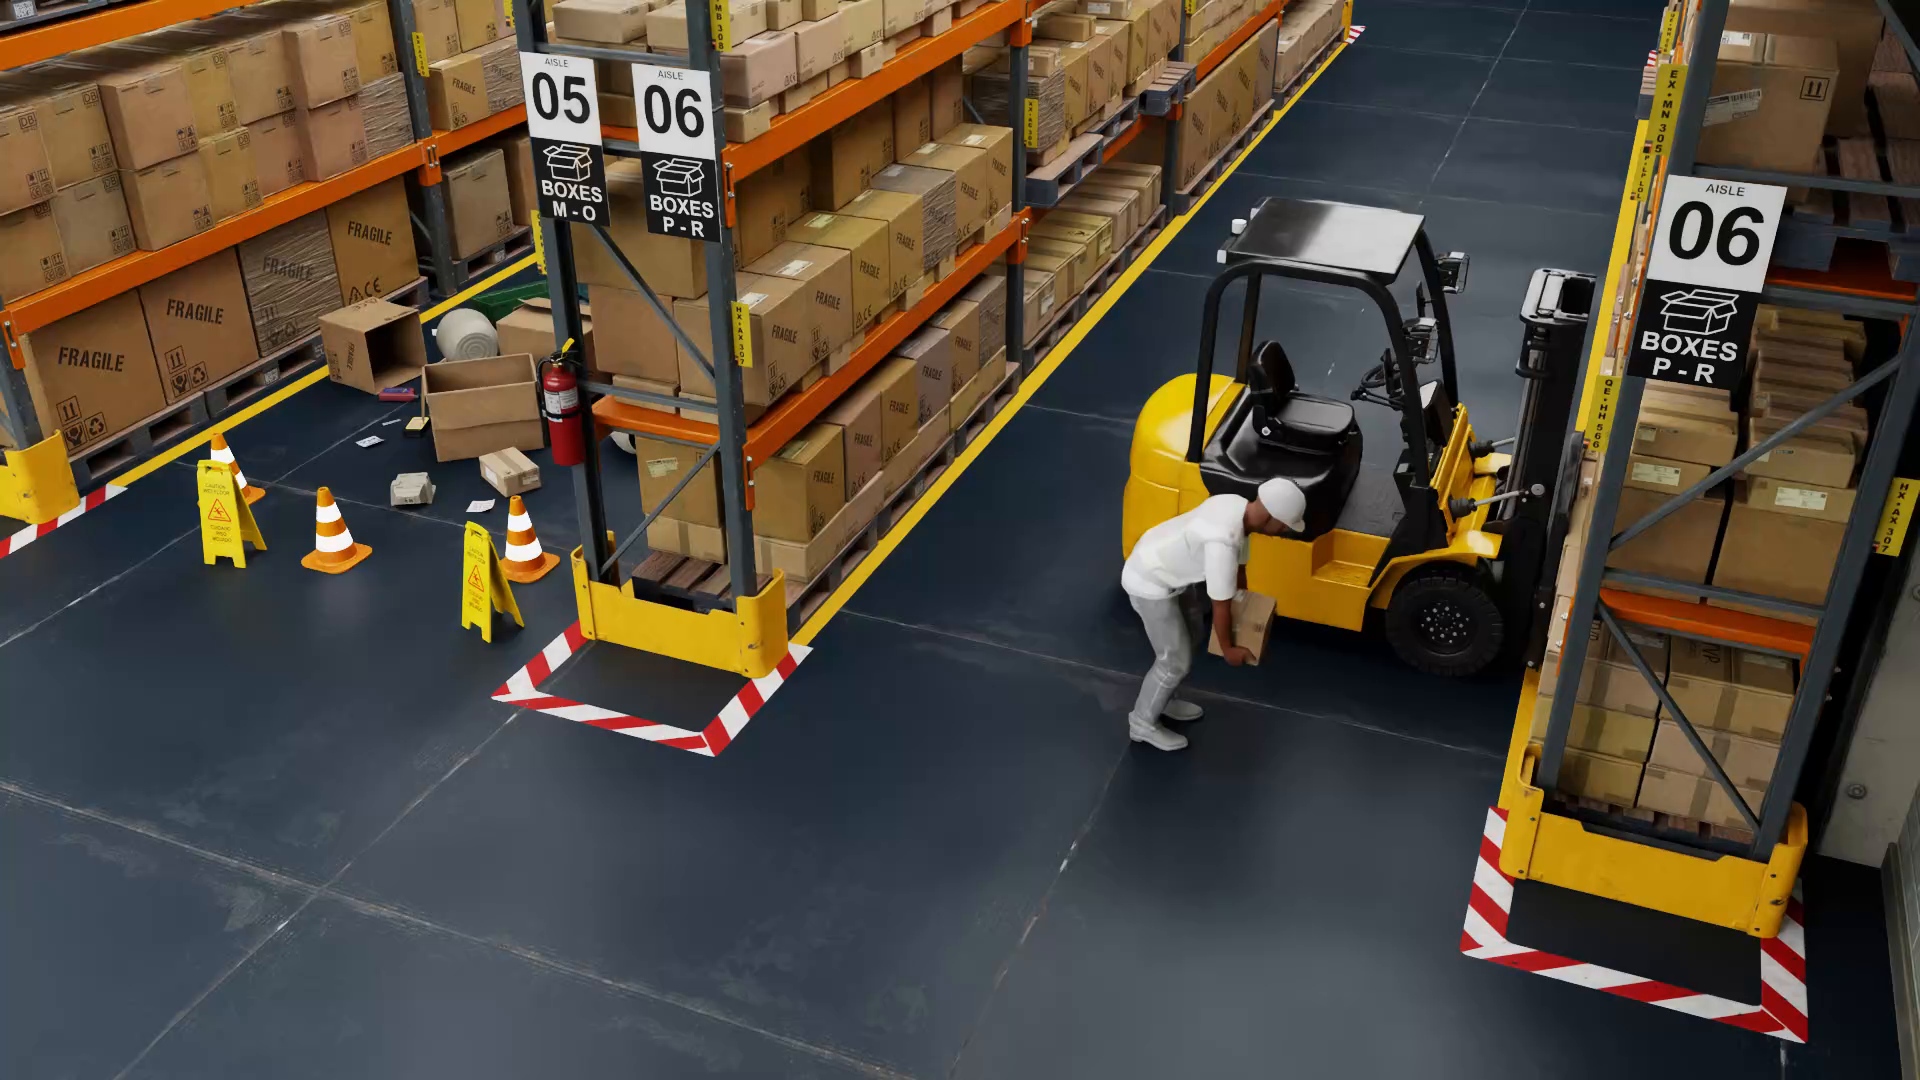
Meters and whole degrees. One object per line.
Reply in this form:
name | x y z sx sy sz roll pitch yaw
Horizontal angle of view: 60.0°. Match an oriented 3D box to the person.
person | 1.203 0.324 8.072 0.832 1.497 0.488 11 31 18
